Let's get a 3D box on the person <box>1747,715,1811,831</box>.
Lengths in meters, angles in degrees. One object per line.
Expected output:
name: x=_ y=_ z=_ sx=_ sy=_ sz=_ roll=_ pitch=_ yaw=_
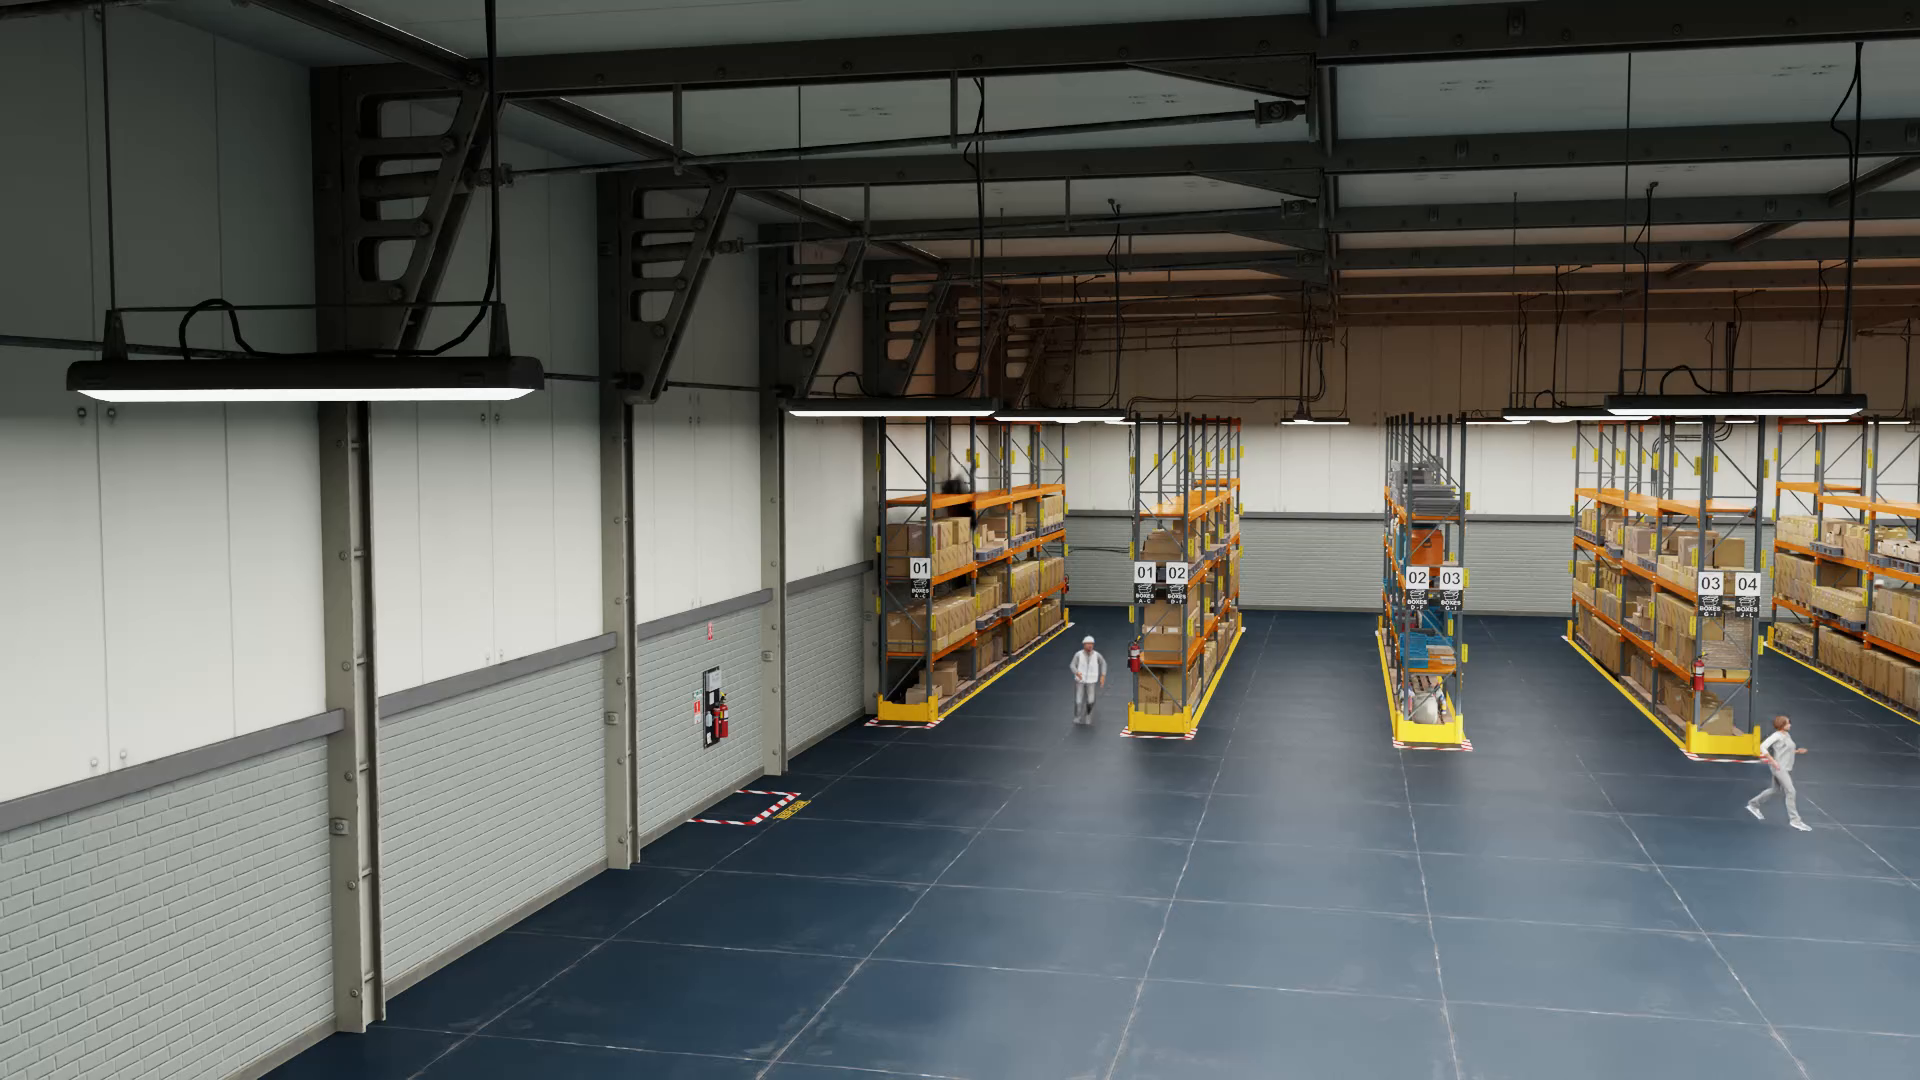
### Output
person: x=11.709 y=3.293 z=23.744 sx=0.880 sy=1.595 sz=0.532 roll=3 pitch=5 yaw=38

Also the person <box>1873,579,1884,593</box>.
person: x=24.777 y=1.905 z=44.239 sx=1.001 sy=1.715 sz=0.714 roll=0 pitch=4 yaw=3

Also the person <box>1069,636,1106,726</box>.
person: x=2.448 y=2.700 z=31.831 sx=0.714 sy=1.737 sz=0.620 roll=0 pitch=4 yaw=2
